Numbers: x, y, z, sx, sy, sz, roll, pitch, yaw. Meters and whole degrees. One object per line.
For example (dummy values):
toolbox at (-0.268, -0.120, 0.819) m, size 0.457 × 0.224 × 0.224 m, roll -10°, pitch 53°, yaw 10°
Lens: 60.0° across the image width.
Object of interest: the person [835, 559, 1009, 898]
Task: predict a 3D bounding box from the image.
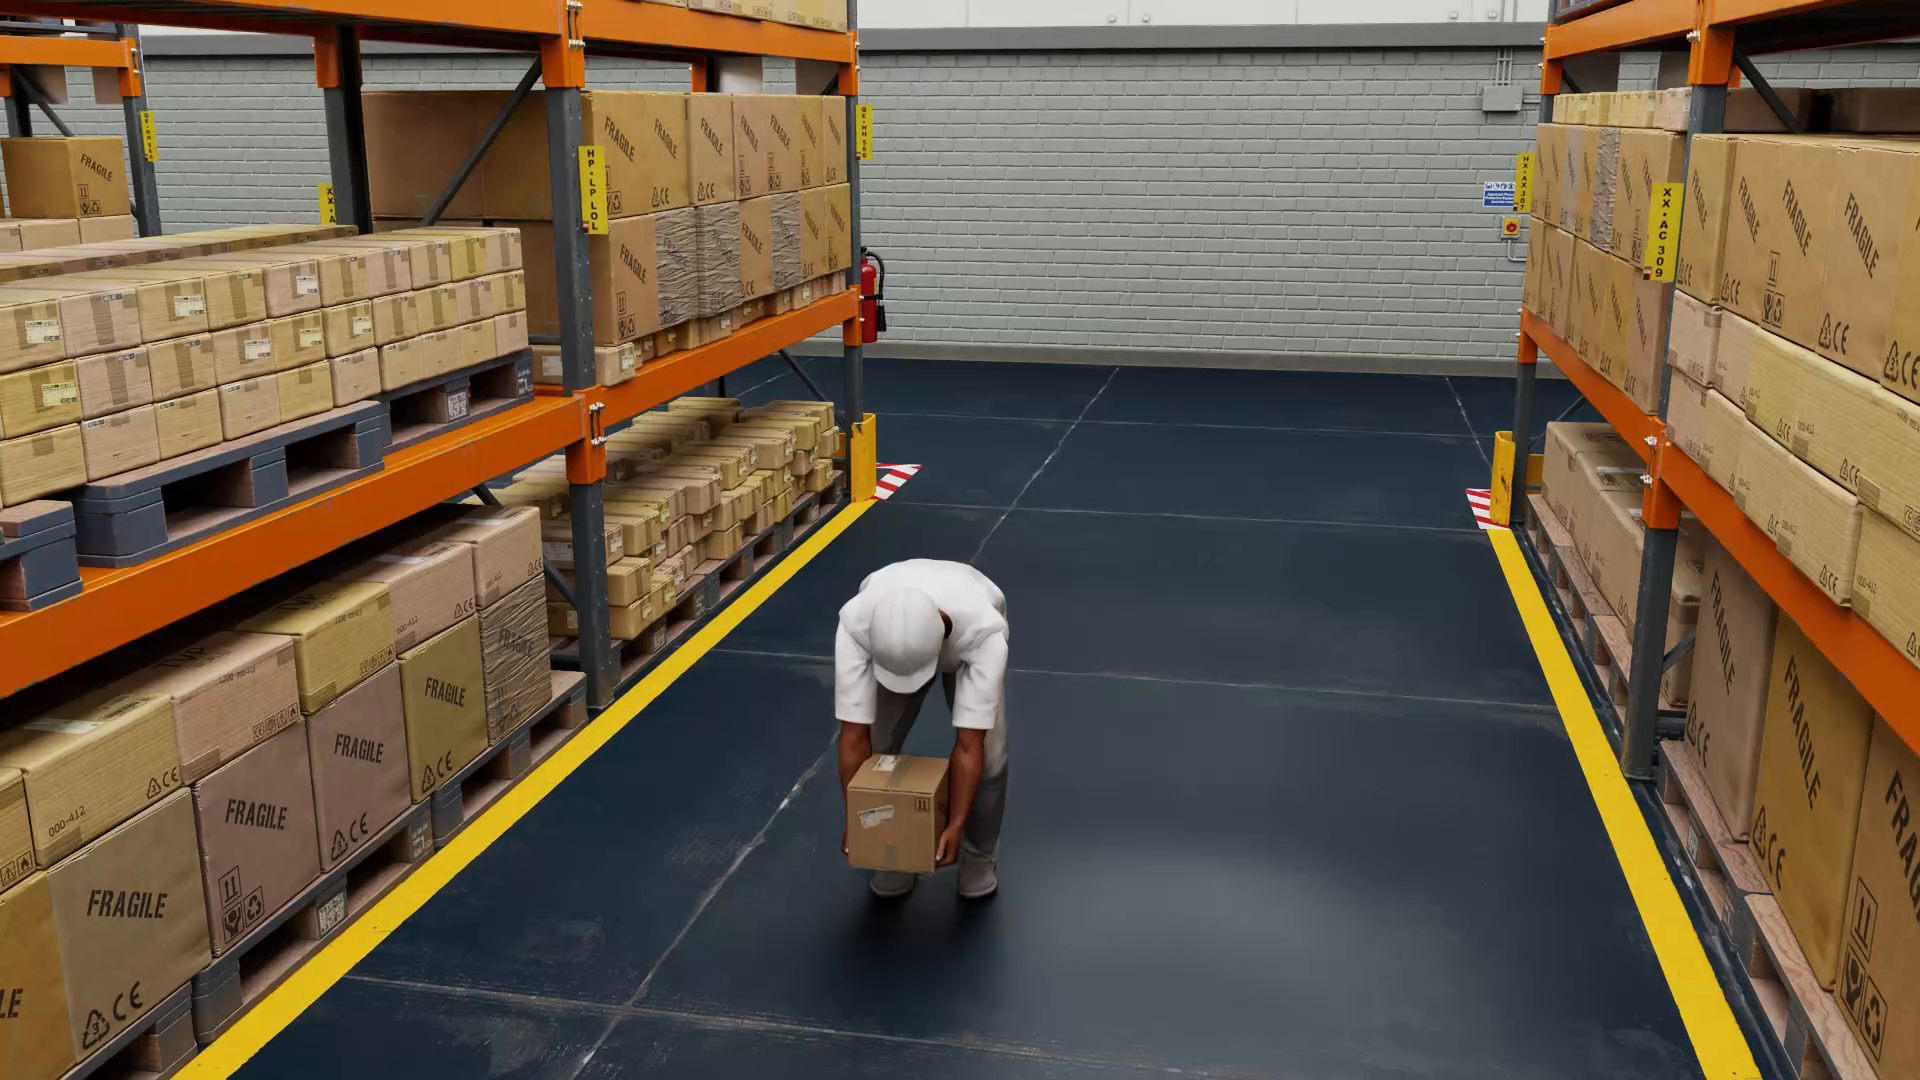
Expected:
person at (-0.096, 0.582, 4.996) m, size 0.505 × 1.123 × 0.962 m, roll 2°, pitch 15°, yaw 8°
